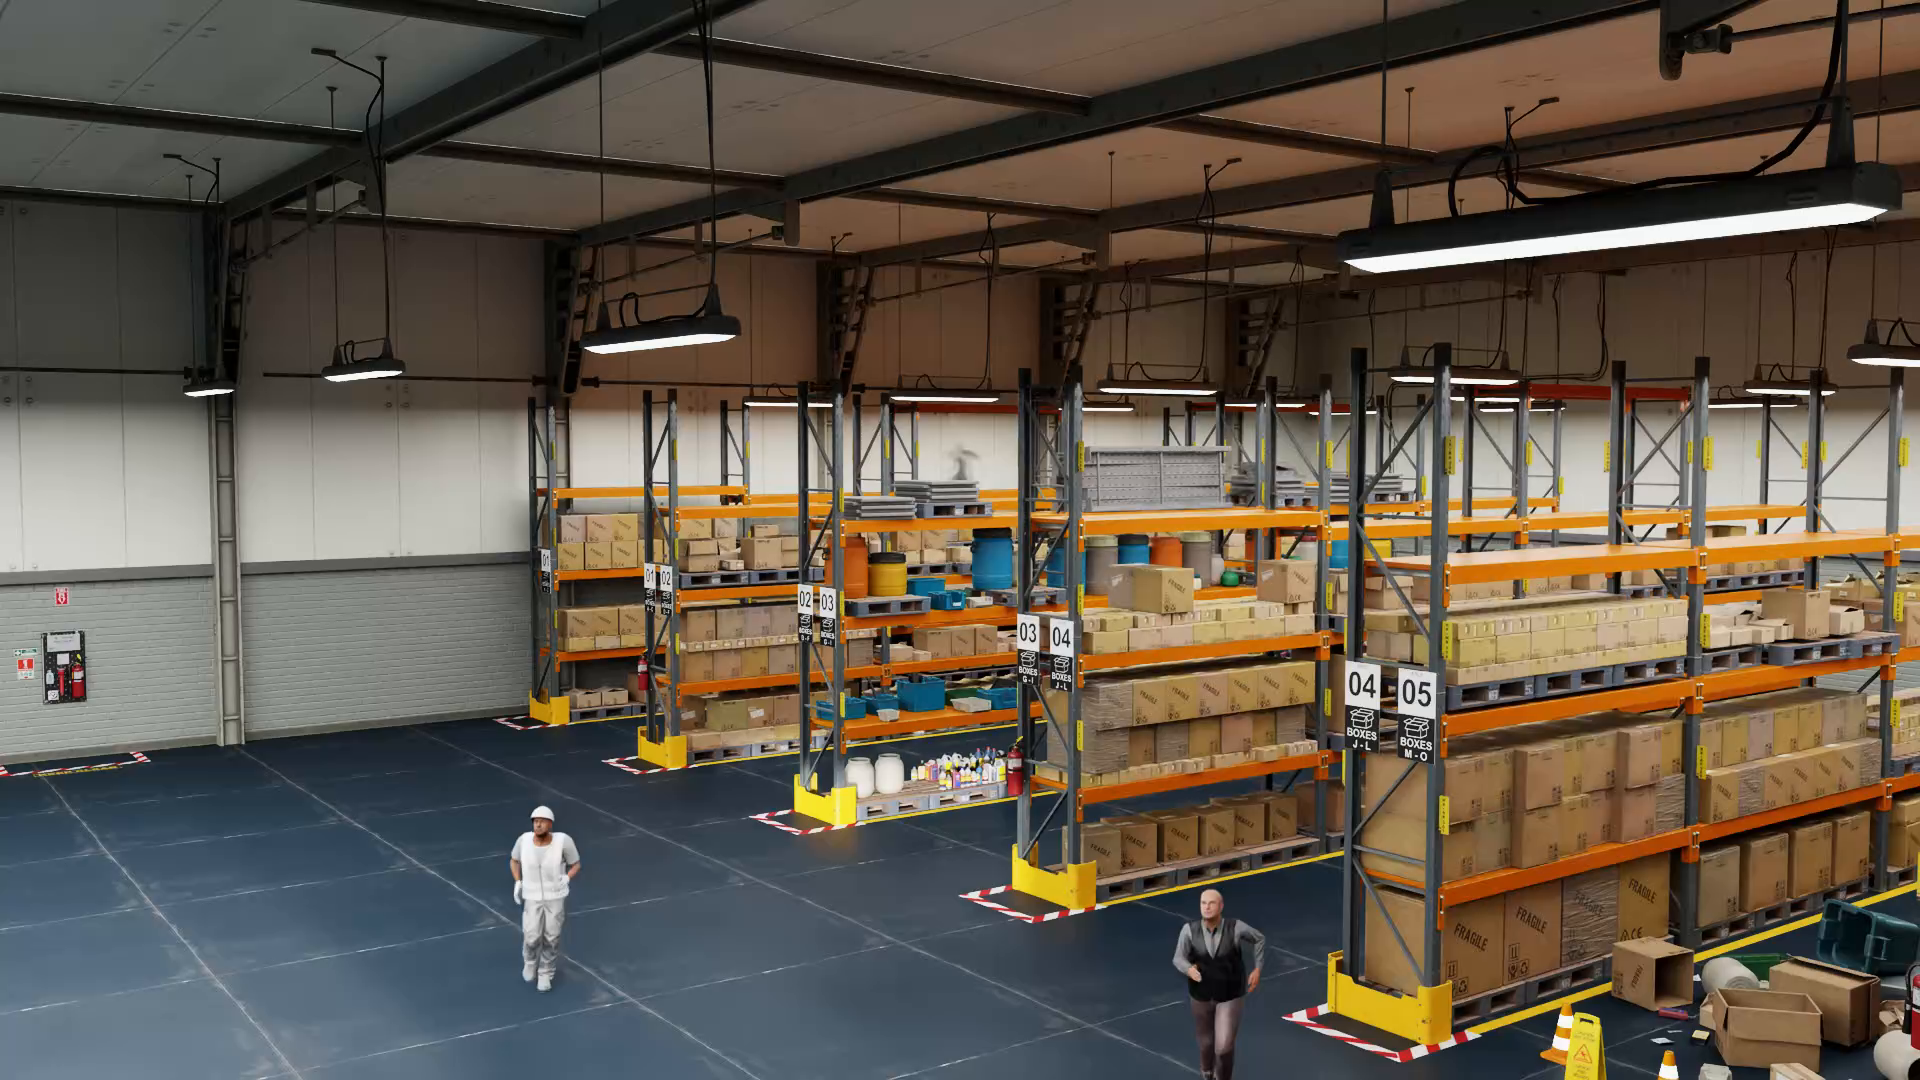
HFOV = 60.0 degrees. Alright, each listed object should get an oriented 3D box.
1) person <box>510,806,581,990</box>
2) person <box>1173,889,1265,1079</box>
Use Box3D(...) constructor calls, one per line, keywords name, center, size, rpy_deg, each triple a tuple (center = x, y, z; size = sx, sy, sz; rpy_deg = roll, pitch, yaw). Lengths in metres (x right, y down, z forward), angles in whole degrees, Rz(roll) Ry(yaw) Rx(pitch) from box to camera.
Box3D(name="person", center=(-3.896, 3.366, 15.591), size=(0.663, 1.746, 0.602), rpy_deg=(0, 3, -8))
Box3D(name="person", center=(1.987, 3.546, 12.836), size=(0.658, 1.718, 0.860), rpy_deg=(1, 4, 20))
